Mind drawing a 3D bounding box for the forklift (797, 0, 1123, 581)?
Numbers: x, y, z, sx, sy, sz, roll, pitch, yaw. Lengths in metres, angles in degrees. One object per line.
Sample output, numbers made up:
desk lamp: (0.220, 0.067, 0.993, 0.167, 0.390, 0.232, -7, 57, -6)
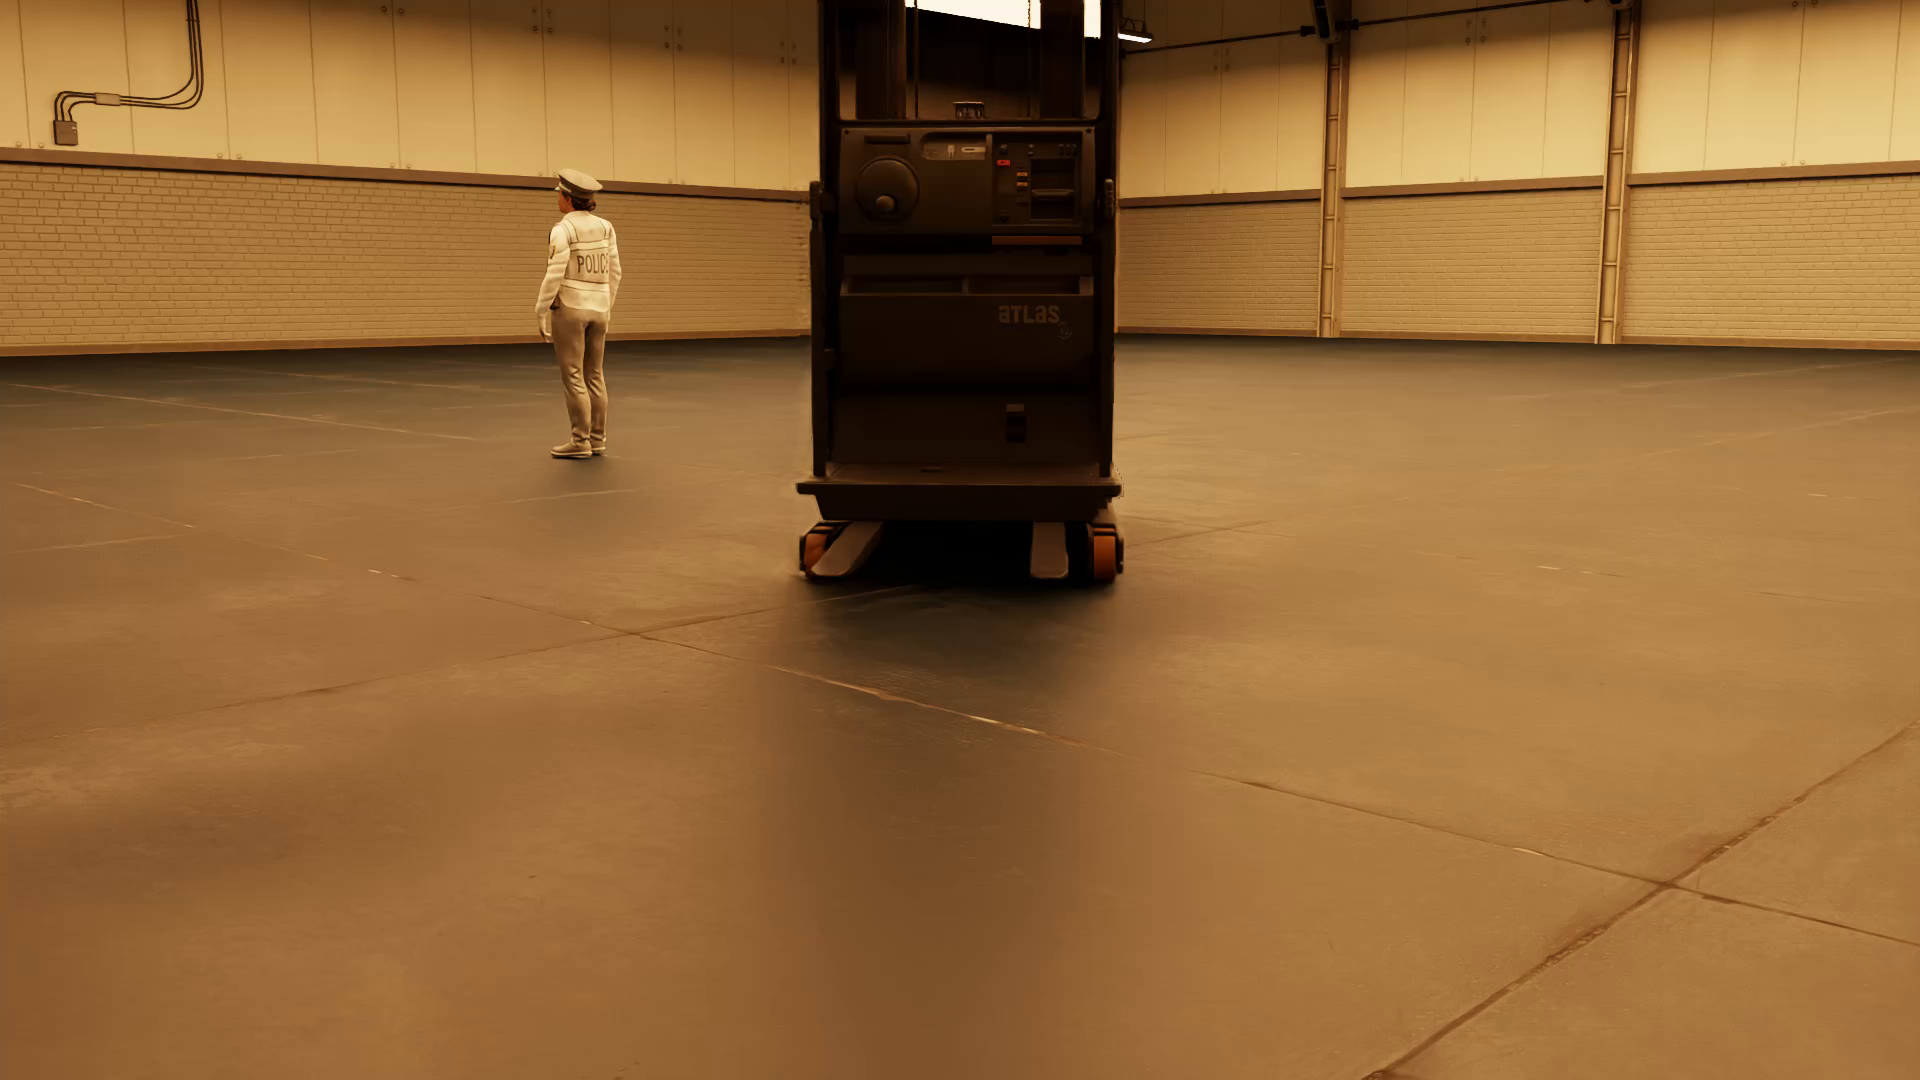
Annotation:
forklift: (0.017, -1.353, 5.857, 1.130, 2.935, 3.031, 0, 9, 3)

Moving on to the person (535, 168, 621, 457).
person: (-2.310, -1.341, 9.885, 0.533, 1.695, 0.586, 6, 10, 35)
